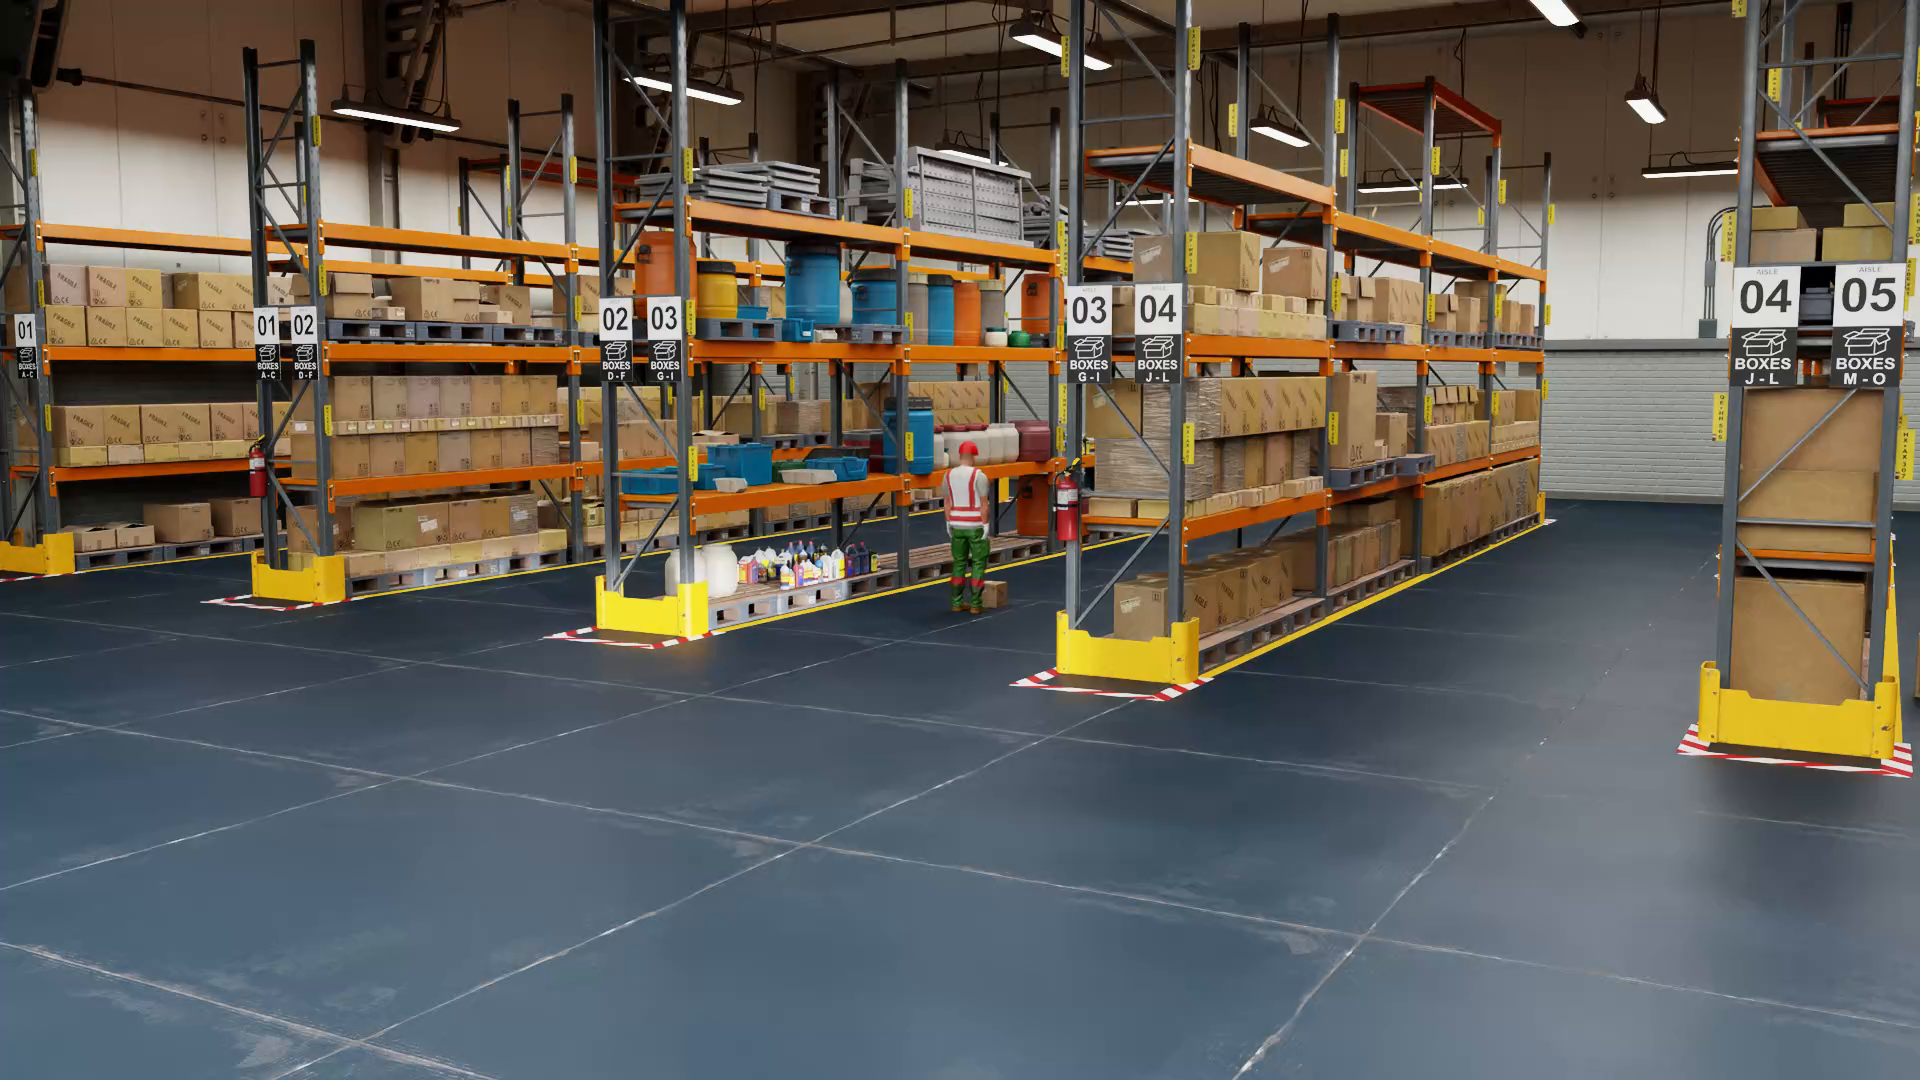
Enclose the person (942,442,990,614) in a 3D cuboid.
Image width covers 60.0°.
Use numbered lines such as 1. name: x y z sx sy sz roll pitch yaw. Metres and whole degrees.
1. person: 0.080 -0.135 17.338 0.529 1.775 0.364 3 7 29
